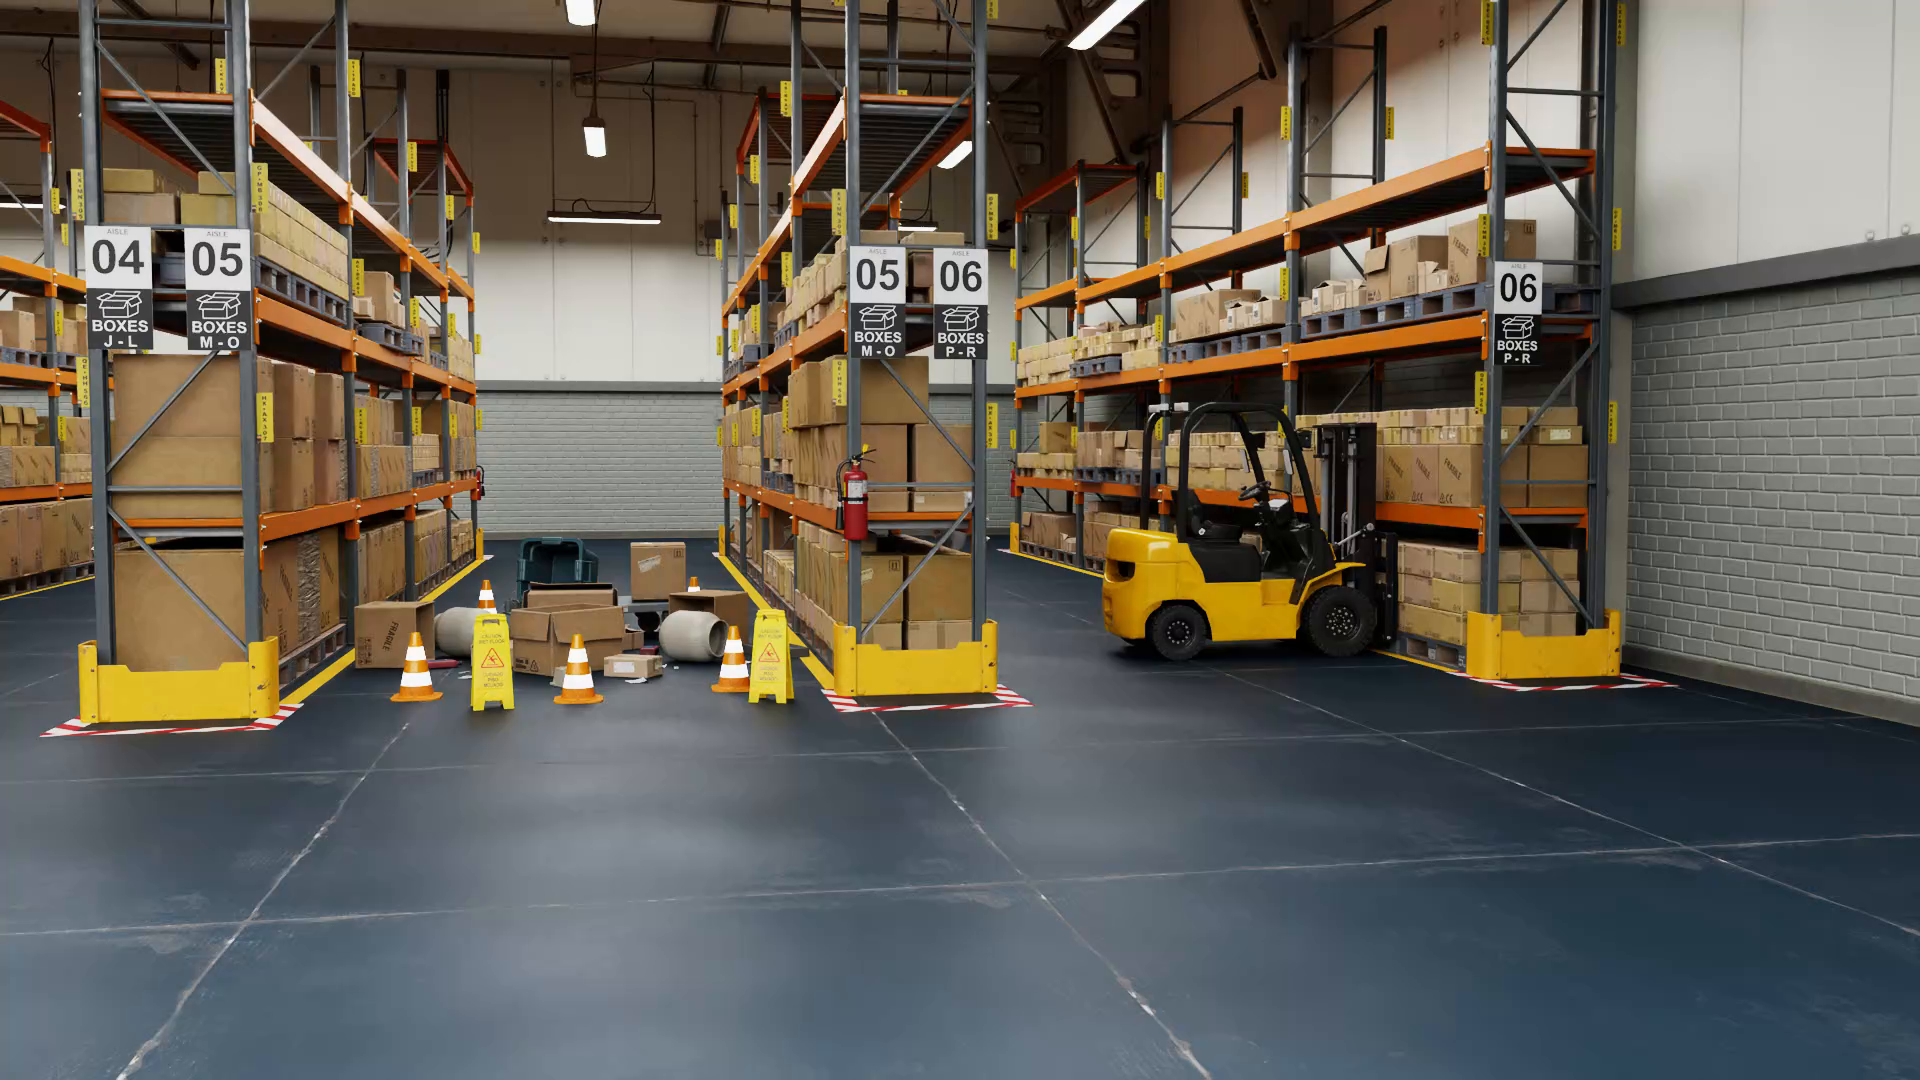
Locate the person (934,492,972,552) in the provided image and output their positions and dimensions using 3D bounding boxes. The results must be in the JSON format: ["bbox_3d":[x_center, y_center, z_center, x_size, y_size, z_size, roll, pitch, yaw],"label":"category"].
[{"bbox_3d":[-0.025,-0.171,20.078,0.476,1.652,0.853,1,3,23],"label":"person"}]
